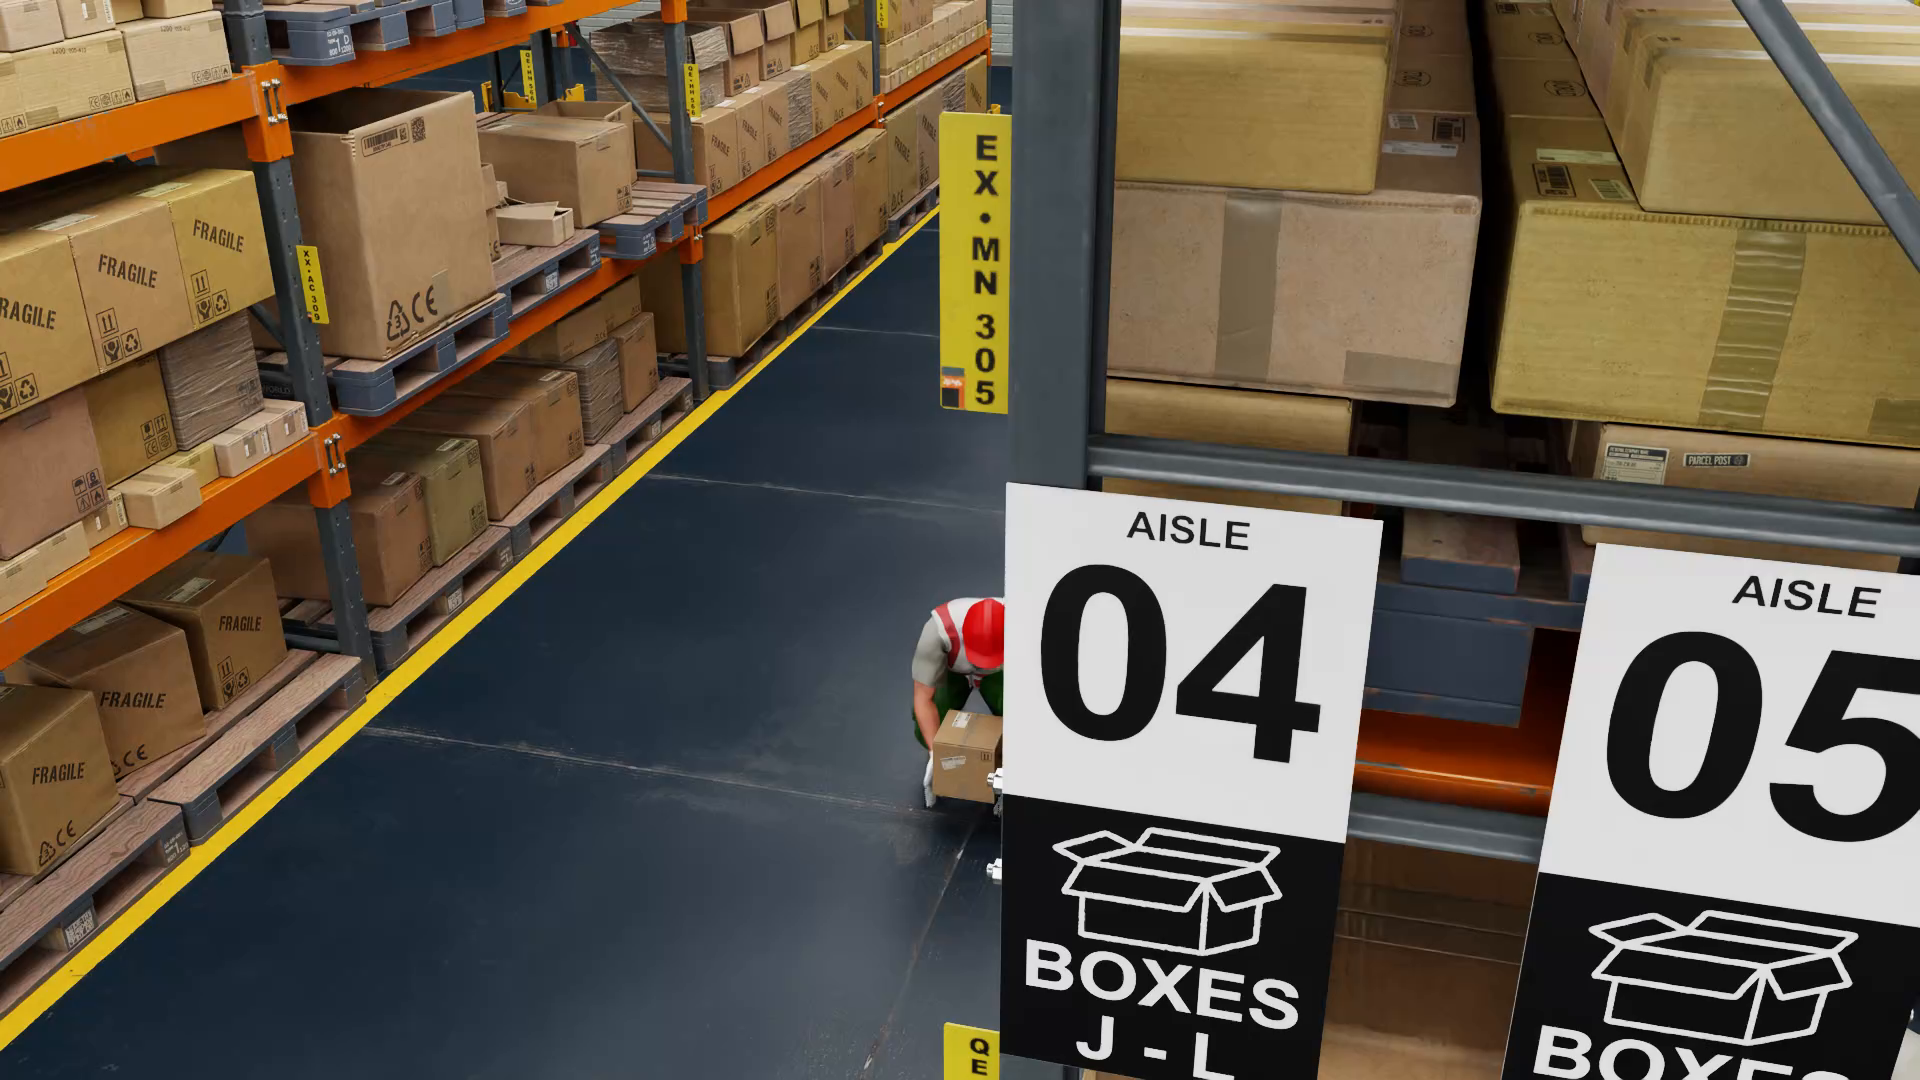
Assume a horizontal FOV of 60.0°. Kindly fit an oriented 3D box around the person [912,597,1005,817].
[{"bbox_3d":[0.075,0.578,6.809,0.551,0.980,0.923,1,25,2],"label":"person"}]
